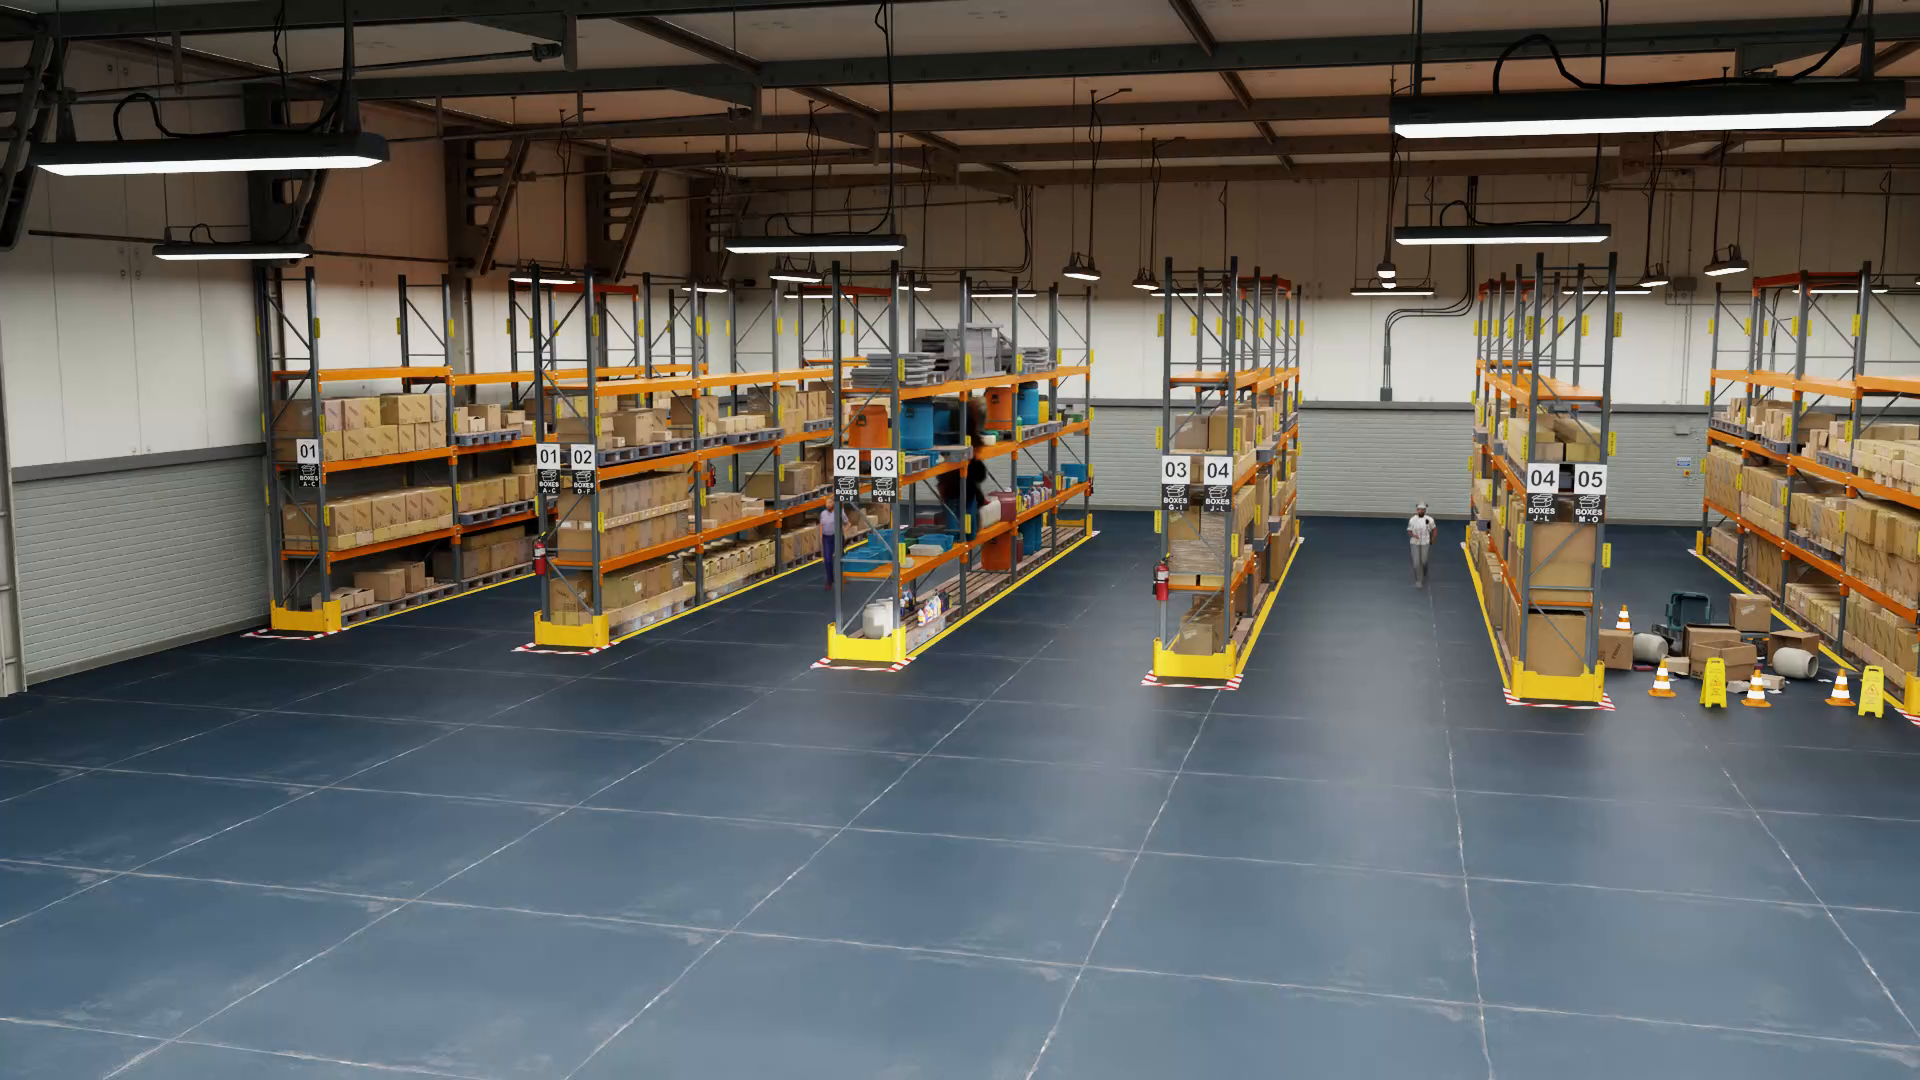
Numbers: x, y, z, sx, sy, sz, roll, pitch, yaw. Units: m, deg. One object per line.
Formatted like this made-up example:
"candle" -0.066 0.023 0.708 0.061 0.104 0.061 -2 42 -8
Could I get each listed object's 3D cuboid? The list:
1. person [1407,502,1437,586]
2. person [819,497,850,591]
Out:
"person" 8.928 0.090 32.231 0.530 1.662 0.587 2 8 18
"person" -2.316 0.054 30.539 0.625 1.693 0.628 2 8 15
